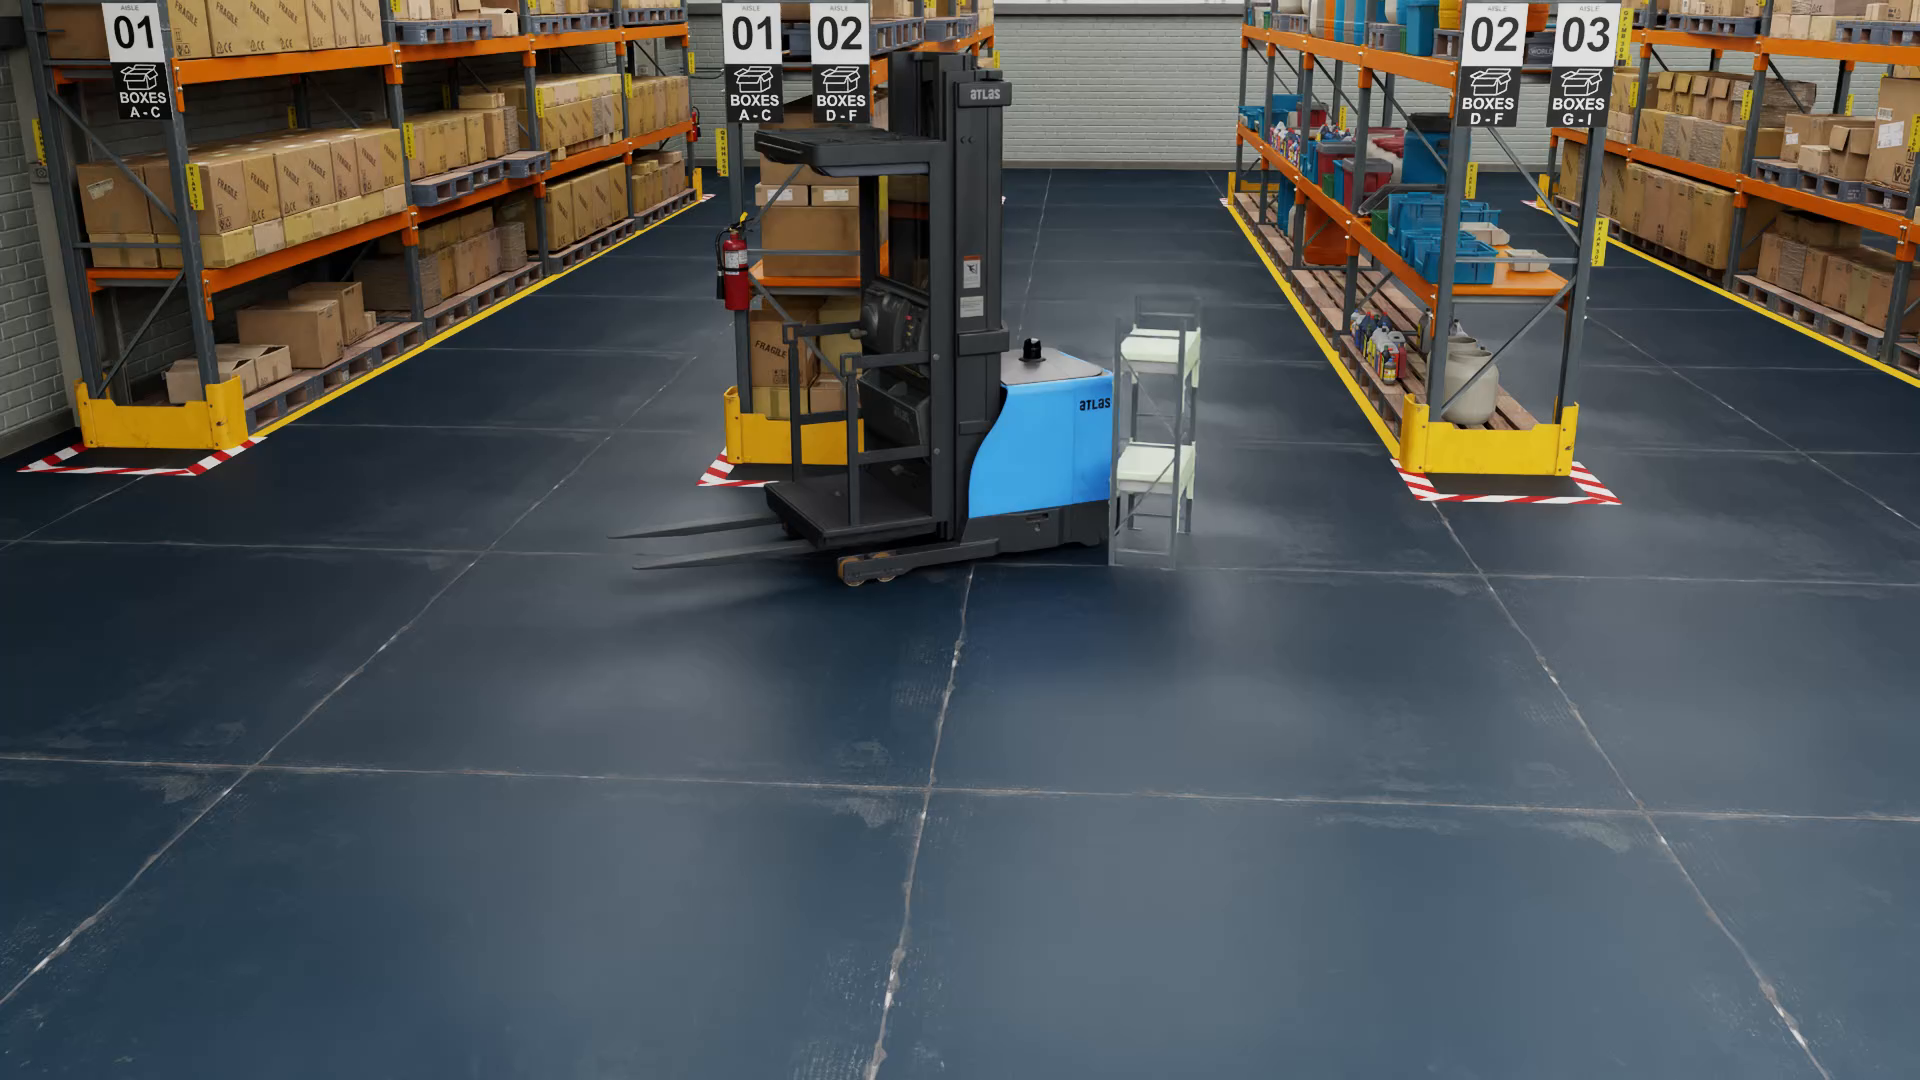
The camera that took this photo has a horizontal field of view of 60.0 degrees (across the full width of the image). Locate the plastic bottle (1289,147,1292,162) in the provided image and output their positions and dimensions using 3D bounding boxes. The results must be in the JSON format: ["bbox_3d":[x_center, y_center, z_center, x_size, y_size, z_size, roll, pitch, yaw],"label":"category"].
[{"bbox_3d":[4.087,-4.736,20.379,0.097,0.201,0.097,0,18,0],"label":"plastic bottle"}]

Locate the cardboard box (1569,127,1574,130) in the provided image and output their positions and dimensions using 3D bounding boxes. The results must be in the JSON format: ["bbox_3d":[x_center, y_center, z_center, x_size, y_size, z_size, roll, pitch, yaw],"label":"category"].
[{"bbox_3d":[9.505,-6.319,25.293,0.380,0.149,0.250,1,18,3],"label":"cardboard box"}]

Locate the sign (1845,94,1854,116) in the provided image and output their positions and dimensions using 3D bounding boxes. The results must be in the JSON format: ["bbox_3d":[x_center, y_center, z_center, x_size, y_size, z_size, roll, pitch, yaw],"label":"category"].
[{"bbox_3d":[9.881,-4.800,18.522,0.100,0.325,0.005,1,18,4],"label":"sign"}]

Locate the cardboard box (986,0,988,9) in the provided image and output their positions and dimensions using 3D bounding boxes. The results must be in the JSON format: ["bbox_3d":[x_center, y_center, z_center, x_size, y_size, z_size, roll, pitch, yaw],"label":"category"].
[{"bbox_3d":[0.145,-7.964,24.531,0.500,0.250,0.500,1,18,4],"label":"cardboard box"}]

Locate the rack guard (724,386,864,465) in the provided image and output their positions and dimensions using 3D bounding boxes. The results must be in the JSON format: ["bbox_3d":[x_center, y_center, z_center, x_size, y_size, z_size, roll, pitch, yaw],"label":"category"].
[{"bbox_3d":[-1.117,-0.839,12.180,1.175,0.500,0.348,1,18,4],"label":"rack guard"}]

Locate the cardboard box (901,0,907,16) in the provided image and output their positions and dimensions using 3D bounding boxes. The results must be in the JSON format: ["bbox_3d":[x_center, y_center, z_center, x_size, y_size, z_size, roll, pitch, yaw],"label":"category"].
[{"bbox_3d":[-0.642,-4.468,13.928,0.380,0.149,0.250,1,18,4],"label":"cardboard box"}]

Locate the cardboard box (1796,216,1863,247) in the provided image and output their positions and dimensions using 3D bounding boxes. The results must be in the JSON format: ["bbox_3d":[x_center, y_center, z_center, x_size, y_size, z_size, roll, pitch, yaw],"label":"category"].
[{"bbox_3d":[9.293,-3.300,17.781,0.500,0.250,0.500,3,18,10],"label":"cardboard box"}]

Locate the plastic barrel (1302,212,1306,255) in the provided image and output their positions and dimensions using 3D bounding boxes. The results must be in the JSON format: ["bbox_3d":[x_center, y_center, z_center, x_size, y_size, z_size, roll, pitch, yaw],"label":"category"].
[{"bbox_3d":[4.368,-3.754,20.383,0.421,0.512,0.421,0,18,0],"label":"plastic barrel"}]

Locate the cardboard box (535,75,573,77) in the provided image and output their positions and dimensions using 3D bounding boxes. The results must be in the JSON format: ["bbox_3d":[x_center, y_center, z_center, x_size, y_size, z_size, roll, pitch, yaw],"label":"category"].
[{"bbox_3d":[-5.520,-6.126,22.425,0.500,0.250,0.500,1,18,5],"label":"cardboard box"}]

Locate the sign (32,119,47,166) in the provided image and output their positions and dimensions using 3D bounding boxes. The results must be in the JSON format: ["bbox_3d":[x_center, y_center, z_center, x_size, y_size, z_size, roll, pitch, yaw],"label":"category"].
[{"bbox_3d":[-6.608,-2.863,11.975,0.100,0.325,0.005,1,18,4],"label":"sign"}]

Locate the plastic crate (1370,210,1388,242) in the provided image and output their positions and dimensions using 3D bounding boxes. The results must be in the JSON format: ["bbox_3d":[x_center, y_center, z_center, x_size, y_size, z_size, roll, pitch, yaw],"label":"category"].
[{"bbox_3d":[3.733,-2.649,14.030,0.450,0.188,0.662,1,18,4],"label":"plastic crate"}]

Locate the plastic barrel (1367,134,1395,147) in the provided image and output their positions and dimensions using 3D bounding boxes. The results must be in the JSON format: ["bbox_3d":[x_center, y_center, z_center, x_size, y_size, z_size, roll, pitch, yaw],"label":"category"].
[{"bbox_3d":[4.538,-4.136,18.048,0.421,0.512,0.421,0,18,0],"label":"plastic barrel"}]

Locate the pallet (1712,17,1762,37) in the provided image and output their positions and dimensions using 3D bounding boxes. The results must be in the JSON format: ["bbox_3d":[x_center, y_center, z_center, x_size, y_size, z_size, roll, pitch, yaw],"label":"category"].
[{"bbox_3d":[9.332,-5.833,18.894,1.213,0.211,1.003,2,18,6],"label":"pallet"}]

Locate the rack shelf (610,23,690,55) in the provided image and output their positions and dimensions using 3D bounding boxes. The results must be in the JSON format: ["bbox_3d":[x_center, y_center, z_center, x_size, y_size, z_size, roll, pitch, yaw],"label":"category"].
[{"bbox_3d":[-5.053,-7.575,25.062,1.077,0.370,4.000,1,18,4],"label":"rack shelf"}]

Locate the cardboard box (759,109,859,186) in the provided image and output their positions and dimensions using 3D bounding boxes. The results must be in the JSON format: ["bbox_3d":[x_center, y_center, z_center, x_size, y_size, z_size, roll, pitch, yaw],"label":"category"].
[{"bbox_3d":[-1.065,-2.859,12.088,0.700,0.500,0.500,1,18,4],"label":"cardboard box"}]

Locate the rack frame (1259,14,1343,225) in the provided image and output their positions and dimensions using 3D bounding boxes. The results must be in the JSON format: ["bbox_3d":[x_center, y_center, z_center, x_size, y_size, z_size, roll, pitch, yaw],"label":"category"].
[{"bbox_3d":[4.686,-5.649,22.847,1.000,3.000,0.127,1,18,4],"label":"rack frame"}]

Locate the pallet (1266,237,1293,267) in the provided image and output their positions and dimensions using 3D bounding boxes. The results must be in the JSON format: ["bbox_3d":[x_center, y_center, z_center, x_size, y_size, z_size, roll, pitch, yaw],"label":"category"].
[{"bbox_3d":[4.504,-3.706,21.393,1.003,0.211,1.213,1,18,4],"label":"pallet"}]

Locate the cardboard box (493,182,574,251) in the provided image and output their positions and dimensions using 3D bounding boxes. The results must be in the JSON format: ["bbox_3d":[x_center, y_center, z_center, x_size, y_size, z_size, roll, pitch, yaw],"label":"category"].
[{"bbox_3d":[-5.299,-4.032,20.688,0.750,0.750,0.750,1,18,3],"label":"cardboard box"}]

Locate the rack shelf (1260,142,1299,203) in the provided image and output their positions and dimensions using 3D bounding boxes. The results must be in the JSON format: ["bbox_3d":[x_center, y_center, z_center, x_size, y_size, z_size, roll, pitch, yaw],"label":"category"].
[{"bbox_3d":[4.542,-4.686,21.063,1.077,0.370,4.000,1,18,4],"label":"rack shelf"}]

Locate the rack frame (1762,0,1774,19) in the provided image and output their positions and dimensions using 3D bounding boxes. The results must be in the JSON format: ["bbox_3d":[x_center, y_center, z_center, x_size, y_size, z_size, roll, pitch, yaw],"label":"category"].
[{"bbox_3d":[9.339,-7.147,17.784,1.000,3.000,0.127,1,18,4],"label":"rack frame"}]

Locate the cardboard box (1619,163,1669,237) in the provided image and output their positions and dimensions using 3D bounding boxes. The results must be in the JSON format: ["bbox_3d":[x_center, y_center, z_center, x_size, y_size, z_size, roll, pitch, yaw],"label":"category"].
[{"bbox_3d":[9.600,-4.529,22.167,1.225,0.875,0.875,1,18,4],"label":"cardboard box"}]

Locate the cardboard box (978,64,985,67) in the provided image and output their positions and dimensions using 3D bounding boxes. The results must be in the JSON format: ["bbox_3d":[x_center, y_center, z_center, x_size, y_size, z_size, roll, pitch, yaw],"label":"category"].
[{"bbox_3d":[0.096,-6.584,23.933,0.500,0.500,0.500,1,18,2],"label":"cardboard box"}]

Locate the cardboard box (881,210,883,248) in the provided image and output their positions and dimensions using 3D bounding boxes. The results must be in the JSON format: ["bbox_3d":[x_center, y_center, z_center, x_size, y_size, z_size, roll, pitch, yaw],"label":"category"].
[{"bbox_3d":[-0.995,-2.544,13.208,0.700,0.500,0.500,1,18,4],"label":"cardboard box"}]

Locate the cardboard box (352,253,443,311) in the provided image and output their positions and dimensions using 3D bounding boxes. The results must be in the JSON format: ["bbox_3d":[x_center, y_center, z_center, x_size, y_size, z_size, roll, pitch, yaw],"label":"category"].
[{"bbox_3d":[-5.733,-2.636,16.958,0.700,0.500,0.500,2,18,6],"label":"cardboard box"}]

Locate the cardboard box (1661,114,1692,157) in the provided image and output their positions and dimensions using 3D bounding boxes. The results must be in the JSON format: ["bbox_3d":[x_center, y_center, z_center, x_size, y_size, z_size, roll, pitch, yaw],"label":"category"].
[{"bbox_3d":[9.272,-5.137,21.124,0.500,0.500,0.500,1,18,3],"label":"cardboard box"}]

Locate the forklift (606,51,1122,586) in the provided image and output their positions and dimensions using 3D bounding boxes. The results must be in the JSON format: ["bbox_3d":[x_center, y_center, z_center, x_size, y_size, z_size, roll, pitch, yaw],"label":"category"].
[{"bbox_3d":[-0.570,-1.312,9.720,3.031,2.935,1.130,-8,20,-23],"label":"forklift"}]

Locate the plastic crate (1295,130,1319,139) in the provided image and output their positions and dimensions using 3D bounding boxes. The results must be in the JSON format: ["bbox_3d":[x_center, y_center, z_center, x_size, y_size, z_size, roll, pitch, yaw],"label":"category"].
[{"bbox_3d":[4.861,-5.694,23.310,0.396,0.136,0.243,1,18,4],"label":"plastic crate"}]

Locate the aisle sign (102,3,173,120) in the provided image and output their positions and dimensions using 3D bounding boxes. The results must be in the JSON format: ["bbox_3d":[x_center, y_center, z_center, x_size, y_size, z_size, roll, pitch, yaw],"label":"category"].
[{"bbox_3d":[-5.762,-3.350,11.654,0.394,0.787,0.004,1,18,4],"label":"aisle sign"}]

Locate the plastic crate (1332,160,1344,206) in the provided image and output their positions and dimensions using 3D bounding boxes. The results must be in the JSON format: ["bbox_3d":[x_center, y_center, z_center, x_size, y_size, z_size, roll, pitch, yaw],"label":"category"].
[{"bbox_3d":[3.881,-3.507,16.333,0.392,0.384,0.575,1,18,4],"label":"plastic crate"}]

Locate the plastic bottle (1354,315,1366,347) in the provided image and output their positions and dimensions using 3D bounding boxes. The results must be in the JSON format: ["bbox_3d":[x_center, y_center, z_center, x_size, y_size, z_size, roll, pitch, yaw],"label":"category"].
[{"bbox_3d":[3.656,-1.889,15.039,0.152,0.276,0.135,2,18,6],"label":"plastic bottle"}]

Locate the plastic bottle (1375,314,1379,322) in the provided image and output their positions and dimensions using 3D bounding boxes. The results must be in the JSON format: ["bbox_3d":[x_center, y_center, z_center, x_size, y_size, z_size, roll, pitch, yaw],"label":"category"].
[{"bbox_3d":[3.762,-1.891,15.031,0.061,0.283,0.133,1,18,4],"label":"plastic bottle"}]

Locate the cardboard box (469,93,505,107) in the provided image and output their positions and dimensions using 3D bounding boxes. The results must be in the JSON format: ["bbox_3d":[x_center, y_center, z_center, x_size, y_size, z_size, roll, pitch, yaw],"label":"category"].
[{"bbox_3d":[-5.478,-5.085,19.216,0.380,0.149,0.250,-1,18,-3],"label":"cardboard box"}]

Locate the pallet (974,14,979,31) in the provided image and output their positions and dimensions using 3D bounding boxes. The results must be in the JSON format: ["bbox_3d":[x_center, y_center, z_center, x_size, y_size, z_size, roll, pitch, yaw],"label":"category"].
[{"bbox_3d":[-0.372,-6.896,22.137,1.213,0.211,1.003,1,18,4],"label":"pallet"}]

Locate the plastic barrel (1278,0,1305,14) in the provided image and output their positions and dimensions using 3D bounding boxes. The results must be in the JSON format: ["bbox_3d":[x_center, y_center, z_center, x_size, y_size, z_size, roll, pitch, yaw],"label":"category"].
[{"bbox_3d":[4.398,-7.181,21.811,0.433,0.535,0.433,0,18,0],"label":"plastic barrel"}]

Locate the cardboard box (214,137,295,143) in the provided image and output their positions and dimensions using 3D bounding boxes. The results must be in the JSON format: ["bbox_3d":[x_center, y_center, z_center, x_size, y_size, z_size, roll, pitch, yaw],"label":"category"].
[{"bbox_3d":[-6.094,-3.224,14.449,0.500,0.500,0.500,2,18,5],"label":"cardboard box"}]

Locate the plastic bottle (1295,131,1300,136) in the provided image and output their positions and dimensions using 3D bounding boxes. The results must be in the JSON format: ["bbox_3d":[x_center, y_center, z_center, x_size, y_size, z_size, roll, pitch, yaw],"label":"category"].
[{"bbox_3d":[4.358,-5.164,21.565,0.152,0.276,0.135,1,18,4],"label":"plastic bottle"}]

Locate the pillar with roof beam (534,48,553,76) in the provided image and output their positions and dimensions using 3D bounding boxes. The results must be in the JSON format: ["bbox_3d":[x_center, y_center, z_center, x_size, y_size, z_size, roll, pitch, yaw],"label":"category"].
[{"bbox_3d":[-1.715,-8.862,23.017,9.100,9.000,0.400,1,18,4],"label":"pillar with roof beam"}]

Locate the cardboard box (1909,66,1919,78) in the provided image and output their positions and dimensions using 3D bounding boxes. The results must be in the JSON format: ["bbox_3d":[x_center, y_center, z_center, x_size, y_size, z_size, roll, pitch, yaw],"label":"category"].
[{"bbox_3d":[14.526,-7.013,24.763,0.500,0.500,0.500,2,18,6],"label":"cardboard box"}]

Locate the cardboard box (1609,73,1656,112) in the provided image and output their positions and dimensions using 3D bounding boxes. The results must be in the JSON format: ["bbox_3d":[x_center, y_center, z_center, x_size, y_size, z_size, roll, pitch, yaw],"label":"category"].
[{"bbox_3d":[9.432,-6.269,23.298,0.500,0.500,0.500,1,18,4],"label":"cardboard box"}]

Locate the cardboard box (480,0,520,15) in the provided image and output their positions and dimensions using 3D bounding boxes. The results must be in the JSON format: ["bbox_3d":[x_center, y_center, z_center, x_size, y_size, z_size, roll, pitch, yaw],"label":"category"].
[{"bbox_3d":[-5.506,-6.459,19.634,0.700,0.500,0.500,0,18,0],"label":"cardboard box"}]

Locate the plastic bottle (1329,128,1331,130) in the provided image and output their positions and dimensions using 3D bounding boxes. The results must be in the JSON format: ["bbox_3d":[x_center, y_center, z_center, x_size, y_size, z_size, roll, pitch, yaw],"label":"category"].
[{"bbox_3d":[4.953,-5.347,22.124,0.152,0.276,0.135,1,18,4],"label":"plastic bottle"}]

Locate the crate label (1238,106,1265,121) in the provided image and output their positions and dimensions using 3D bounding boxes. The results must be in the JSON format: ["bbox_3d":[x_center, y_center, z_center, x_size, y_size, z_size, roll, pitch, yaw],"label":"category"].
[{"bbox_3d":[4.626,-6.771,26.443,0.416,0.233,0.303,1,18,4],"label":"crate label"}]

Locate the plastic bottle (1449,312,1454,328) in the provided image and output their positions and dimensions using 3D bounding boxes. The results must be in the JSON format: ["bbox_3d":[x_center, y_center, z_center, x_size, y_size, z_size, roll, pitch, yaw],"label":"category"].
[{"bbox_3d":[4.340,-1.849,14.796,0.144,0.351,0.185,0,18,1],"label":"plastic bottle"}]

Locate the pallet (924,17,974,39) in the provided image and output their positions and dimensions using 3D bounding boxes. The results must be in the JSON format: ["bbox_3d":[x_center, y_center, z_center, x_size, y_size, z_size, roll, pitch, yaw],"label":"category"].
[{"bbox_3d":[-0.501,-5.642,18.309,1.213,0.211,1.003,2,18,6],"label":"pallet"}]

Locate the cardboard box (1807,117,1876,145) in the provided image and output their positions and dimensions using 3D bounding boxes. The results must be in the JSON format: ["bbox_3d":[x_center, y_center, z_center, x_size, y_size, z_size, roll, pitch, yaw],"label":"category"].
[{"bbox_3d":[9.400,-4.199,17.586,0.700,0.500,0.500,4,19,12],"label":"cardboard box"}]

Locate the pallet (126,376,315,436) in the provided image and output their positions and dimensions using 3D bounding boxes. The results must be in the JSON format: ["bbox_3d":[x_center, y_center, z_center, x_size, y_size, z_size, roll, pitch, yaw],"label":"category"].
[{"bbox_3d":[-5.957,-1.094,13.421,1.003,0.211,1.213,1,18,4],"label":"pallet"}]

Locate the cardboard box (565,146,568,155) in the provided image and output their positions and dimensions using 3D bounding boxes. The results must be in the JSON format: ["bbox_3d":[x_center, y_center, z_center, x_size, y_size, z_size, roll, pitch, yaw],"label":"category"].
[{"bbox_3d":[-5.193,-4.936,21.040,0.380,0.149,0.250,2,18,5],"label":"cardboard box"}]

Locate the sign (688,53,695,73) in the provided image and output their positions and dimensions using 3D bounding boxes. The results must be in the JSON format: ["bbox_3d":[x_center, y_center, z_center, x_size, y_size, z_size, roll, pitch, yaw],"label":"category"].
[{"bbox_3d":[-4.369,-7.759,27.046,0.100,0.325,0.005,1,18,4],"label":"sign"}]

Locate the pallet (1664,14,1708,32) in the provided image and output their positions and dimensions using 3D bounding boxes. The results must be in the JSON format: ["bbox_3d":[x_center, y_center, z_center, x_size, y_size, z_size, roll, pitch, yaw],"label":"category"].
[{"bbox_3d":[9.609,-6.587,21.200,0.805,0.209,1.217,1,18,2],"label":"pallet"}]

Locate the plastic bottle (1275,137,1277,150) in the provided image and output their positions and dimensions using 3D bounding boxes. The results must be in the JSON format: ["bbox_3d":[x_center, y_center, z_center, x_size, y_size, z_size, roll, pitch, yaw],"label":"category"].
[{"bbox_3d":[4.204,-5.240,21.918,0.097,0.201,0.097,0,18,0],"label":"plastic bottle"}]

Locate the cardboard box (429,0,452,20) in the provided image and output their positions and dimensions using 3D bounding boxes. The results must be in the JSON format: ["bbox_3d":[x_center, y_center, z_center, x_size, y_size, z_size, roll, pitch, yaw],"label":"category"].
[{"bbox_3d":[-5.562,-5.609,17.073,0.500,0.500,0.500,1,18,2],"label":"cardboard box"}]

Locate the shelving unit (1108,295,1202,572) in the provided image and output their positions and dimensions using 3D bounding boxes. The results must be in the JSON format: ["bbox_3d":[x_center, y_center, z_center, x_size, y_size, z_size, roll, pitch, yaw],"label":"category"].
[{"bbox_3d":[1.175,-0.654,10.010,0.431,1.500,0.755,5,19,14],"label":"shelving unit"}]

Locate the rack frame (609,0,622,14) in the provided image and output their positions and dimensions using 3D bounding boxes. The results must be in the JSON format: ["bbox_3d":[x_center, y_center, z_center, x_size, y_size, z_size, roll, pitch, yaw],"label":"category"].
[{"bbox_3d":[-5.196,-8.721,22.587,1.000,3.000,0.127,1,18,4],"label":"rack frame"}]

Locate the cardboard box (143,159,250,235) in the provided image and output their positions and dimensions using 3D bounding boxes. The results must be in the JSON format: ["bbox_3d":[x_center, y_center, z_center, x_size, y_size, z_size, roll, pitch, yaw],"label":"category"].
[{"bbox_3d":[-5.722,-2.580,12.483,0.500,0.500,0.500,1,18,4],"label":"cardboard box"}]

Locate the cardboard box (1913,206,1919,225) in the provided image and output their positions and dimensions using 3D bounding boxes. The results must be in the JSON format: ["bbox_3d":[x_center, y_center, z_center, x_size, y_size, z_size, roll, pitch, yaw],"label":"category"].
[{"bbox_3d":[8.737,-2.875,14.782,0.380,0.149,0.250,1,18,4],"label":"cardboard box"}]

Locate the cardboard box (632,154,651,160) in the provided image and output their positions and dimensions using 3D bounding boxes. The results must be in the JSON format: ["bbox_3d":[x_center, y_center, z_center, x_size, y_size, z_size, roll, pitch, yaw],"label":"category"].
[{"bbox_3d":[-5.104,-6.021,26.280,0.380,0.149,0.250,1,18,4],"label":"cardboard box"}]
